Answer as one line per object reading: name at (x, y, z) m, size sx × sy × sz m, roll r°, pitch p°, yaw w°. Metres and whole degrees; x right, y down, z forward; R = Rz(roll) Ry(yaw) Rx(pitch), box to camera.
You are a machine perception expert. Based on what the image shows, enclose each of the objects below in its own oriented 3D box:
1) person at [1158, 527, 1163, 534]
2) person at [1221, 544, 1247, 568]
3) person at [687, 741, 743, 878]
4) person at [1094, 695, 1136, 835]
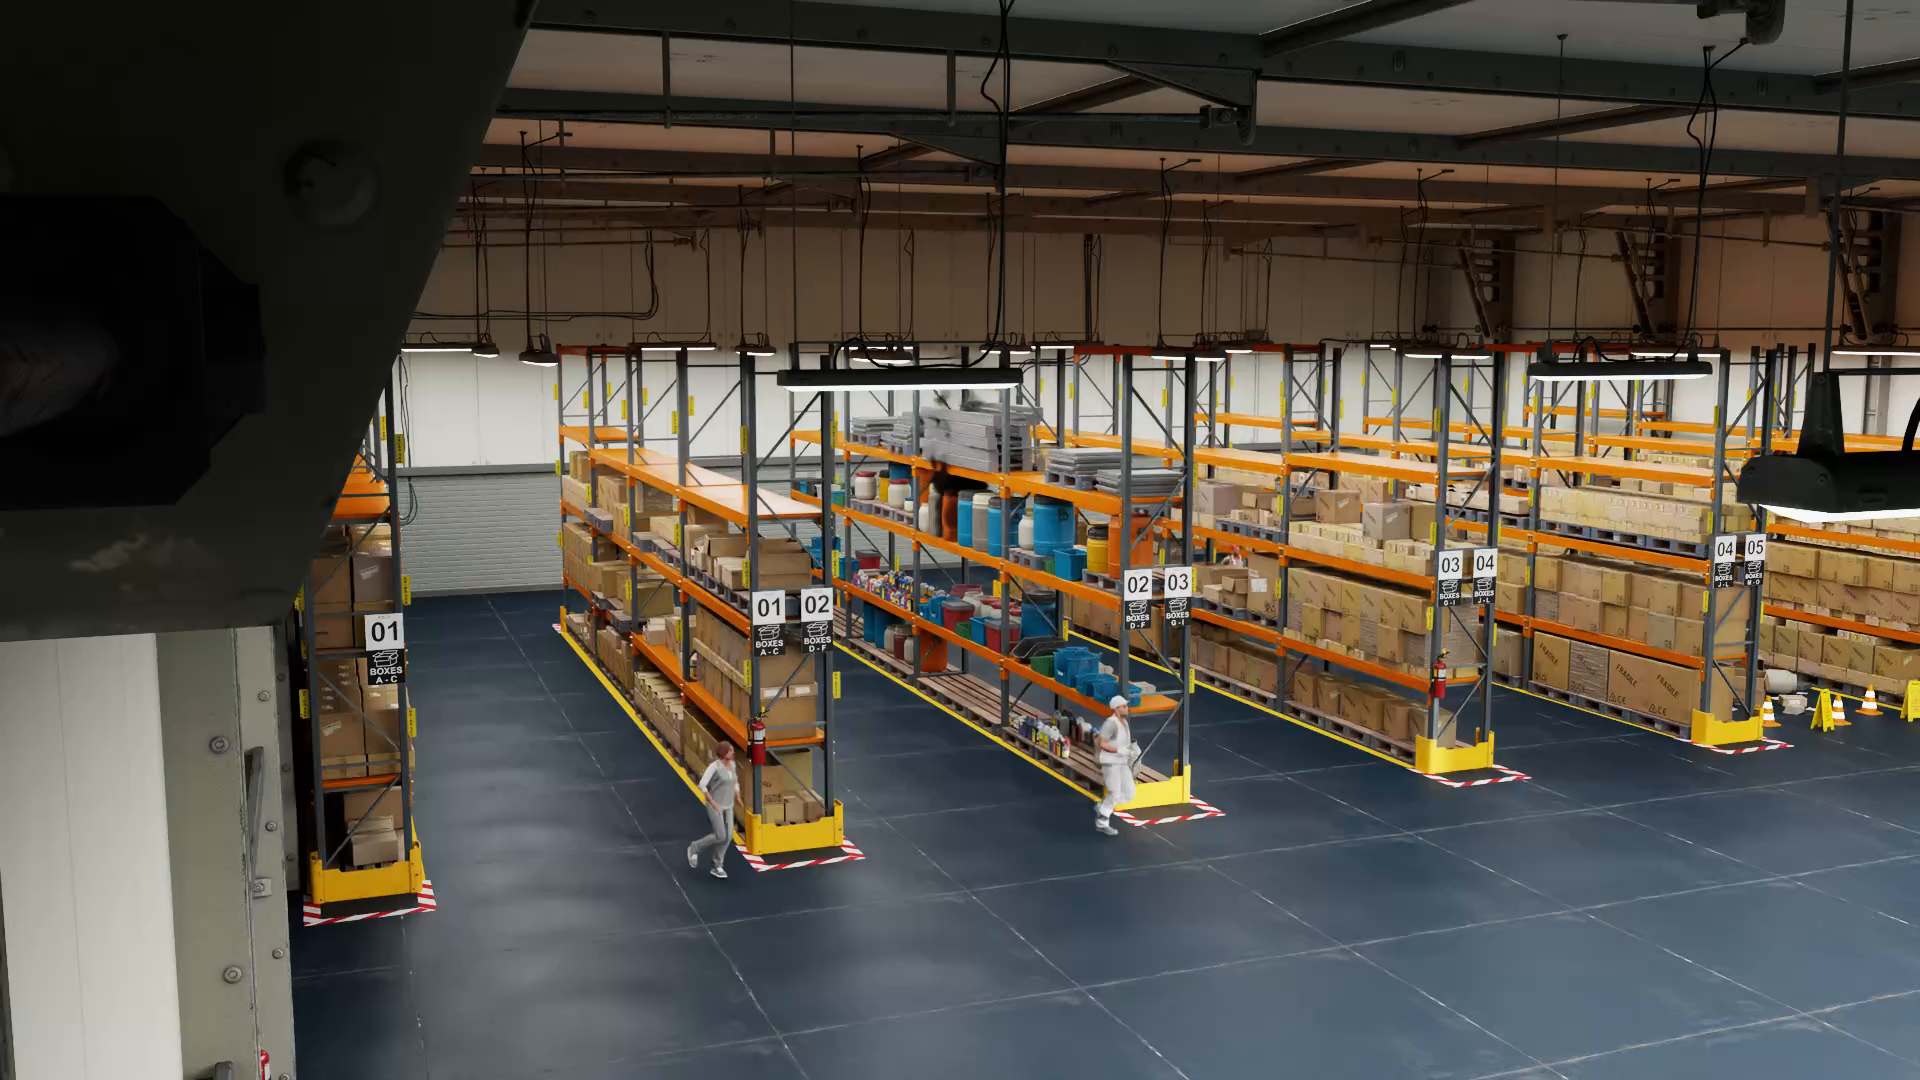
person at (4.684, 0.534, 38.845) m, size 0.704 × 1.756 × 1.005 m, roll -3°, pitch 8°, yaw -23°
person at (5.914, 0.933, 35.764) m, size 0.638 × 1.740 × 0.588 m, roll -3°, pitch 8°, yaw -19°
person at (-2.824, 3.109, 19.427) m, size 0.559 × 1.545 × 0.602 m, roll 5°, pitch 9°, yaw 33°
person at (2.002, 2.819, 20.951) m, size 0.616 × 1.728 × 0.675 m, roll 5°, pitch 9°, yaw 33°
